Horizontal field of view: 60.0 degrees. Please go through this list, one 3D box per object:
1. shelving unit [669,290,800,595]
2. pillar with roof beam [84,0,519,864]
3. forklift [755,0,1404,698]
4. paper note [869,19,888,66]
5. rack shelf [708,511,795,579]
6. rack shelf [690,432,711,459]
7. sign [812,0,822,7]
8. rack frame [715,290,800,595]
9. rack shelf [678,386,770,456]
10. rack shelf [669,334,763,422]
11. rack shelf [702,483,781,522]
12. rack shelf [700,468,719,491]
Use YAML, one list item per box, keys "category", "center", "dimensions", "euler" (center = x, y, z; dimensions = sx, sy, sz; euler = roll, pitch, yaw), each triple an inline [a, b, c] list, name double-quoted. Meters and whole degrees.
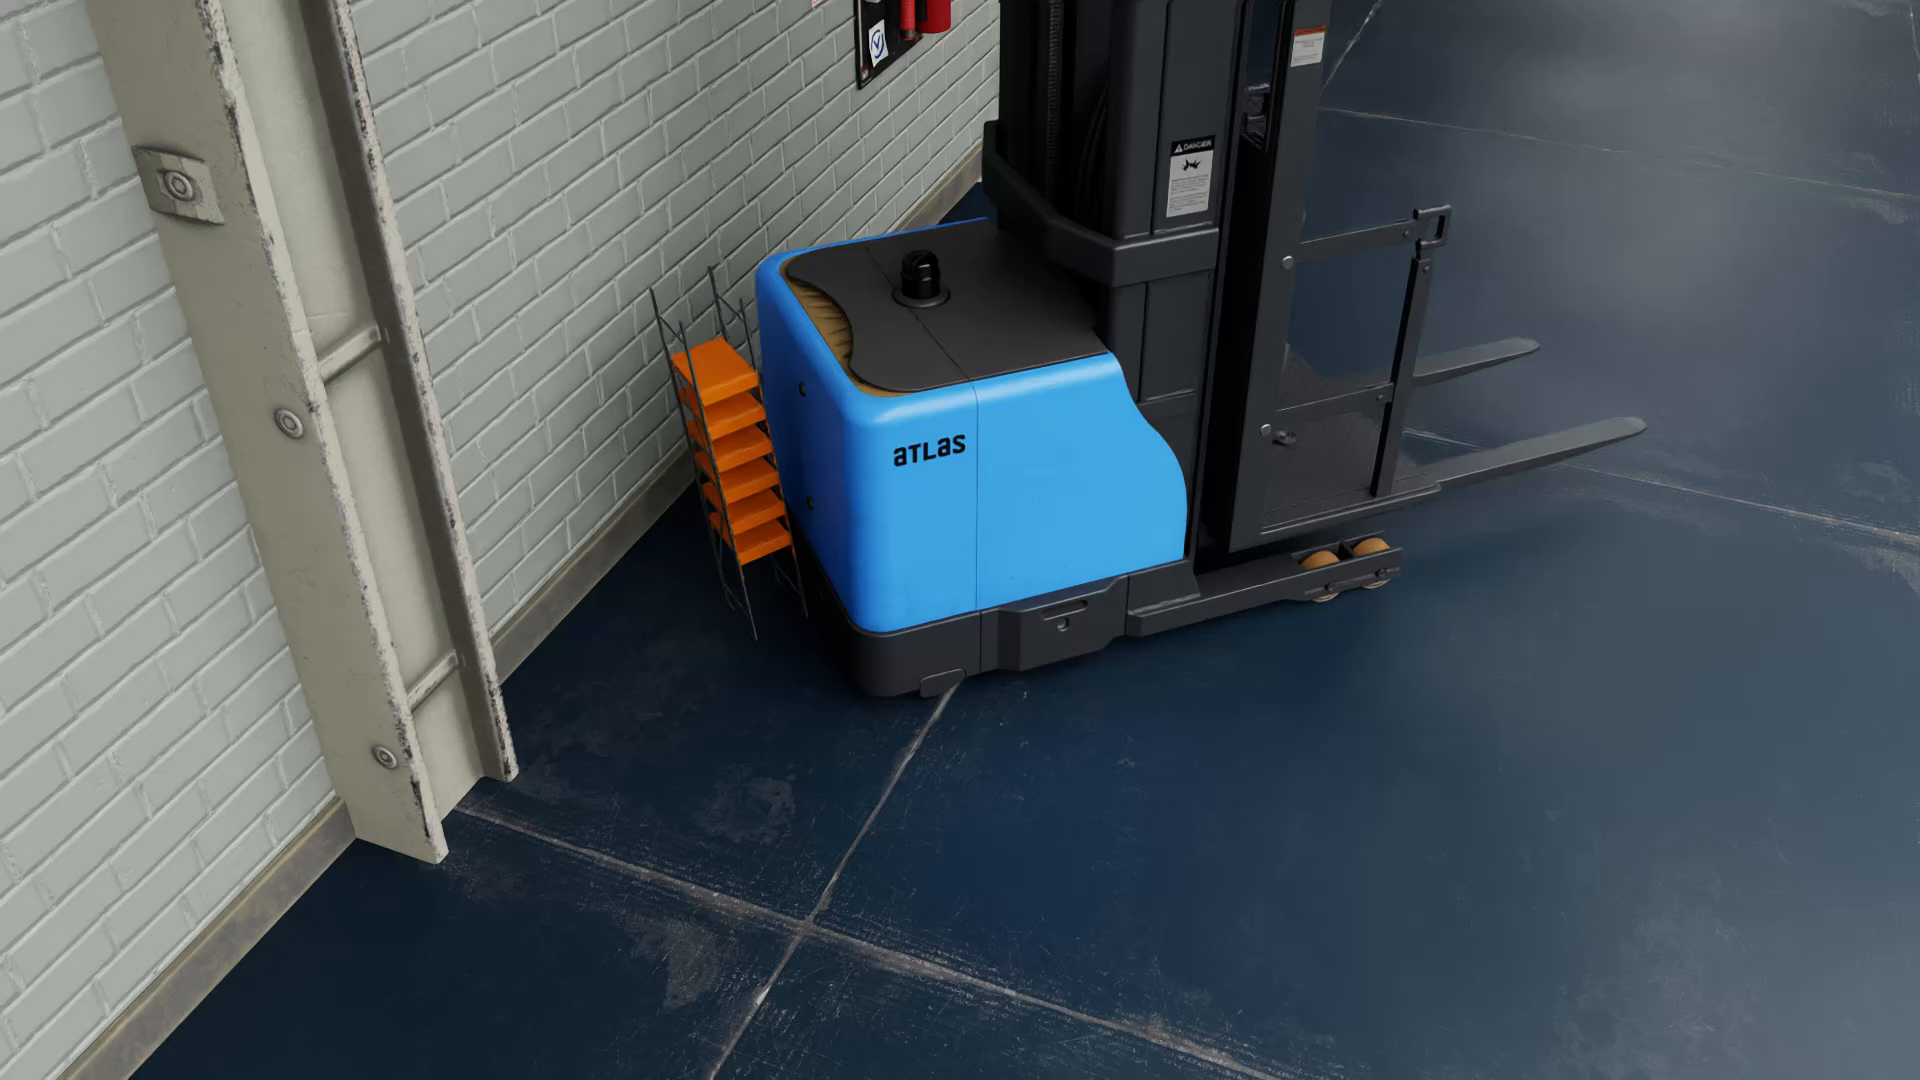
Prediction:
- category: "shelving unit"
  center: [-0.685, -0.234, 5.049]
  dimensions: [0.183, 1.046, 0.258]
  euler: [-24, 43, -20]
- category: "pillar with roof beam"
  center: [2.481, -1.878, 0.746]
  dimensions: [9.100, 9.000, 0.400]
  euler: [14, 39, 18]
- category: "forklift"
  center: [0.923, -1.251, 4.975]
  dimensions: [3.031, 2.935, 1.130]
  euler: [-13, 39, -17]
- category: "paper note"
  center: [-0.324, -1.983, 6.633]
  dimensions: [0.016, 0.148, 0.142]
  euler: [14, 39, 18]
- category: "rack shelf"
  center: [-0.660, -0.016, 5.230]
  dimensions: [0.180, 0.103, 0.258]
  euler: [-24, 43, -20]
- category: "rack shelf"
  center: [-0.695, -0.306, 4.987]
  dimensions: [0.166, 0.020, 0.199]
  euler: [-24, 43, -20]
- category: "sign"
  center: [7.911, -5.353, 10.324]
  dimensions: [11.513, 0.391, 16.451]
  euler: [14, 39, 18]
- category: "rack frame"
  center: [-0.607, -0.268, 5.078]
  dimensions: [0.002, 1.046, 0.228]
  euler: [-24, 43, -20]
- category: "rack shelf"
  center: [-0.704, -0.383, 4.923]
  dimensions: [0.180, 0.103, 0.258]
  euler: [-24, 43, -20]
- category: "rack shelf"
  center: [-0.716, -0.474, 4.847]
  dimensions: [0.180, 0.103, 0.258]
  euler: [-24, 43, -20]
- category: "rack shelf"
  center: [-0.674, -0.128, 5.136]
  dimensions: [0.171, 0.034, 0.221]
  euler: [-24, 43, -20]
- category: "rack shelf"
  center: [-0.684, -0.214, 5.064]
  dimensions: [0.166, 0.020, 0.199]
  euler: [-24, 43, -20]
